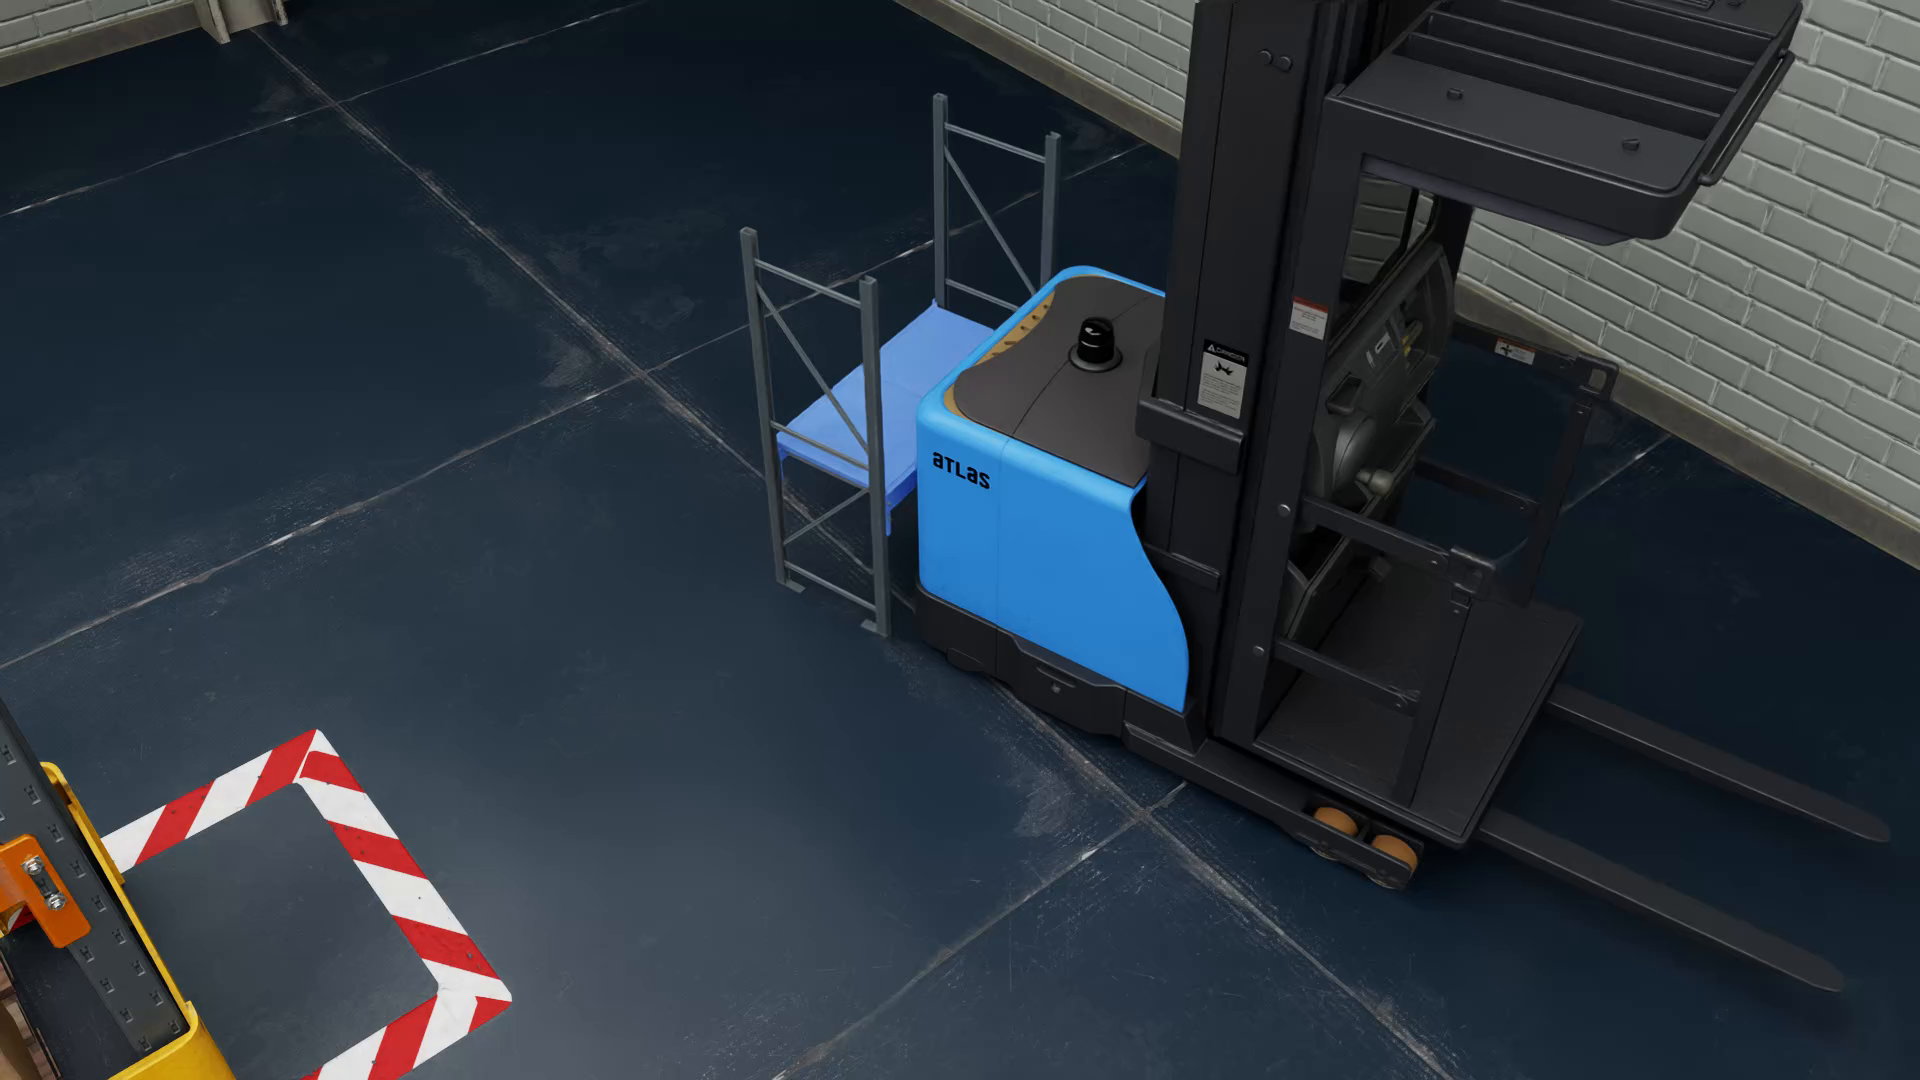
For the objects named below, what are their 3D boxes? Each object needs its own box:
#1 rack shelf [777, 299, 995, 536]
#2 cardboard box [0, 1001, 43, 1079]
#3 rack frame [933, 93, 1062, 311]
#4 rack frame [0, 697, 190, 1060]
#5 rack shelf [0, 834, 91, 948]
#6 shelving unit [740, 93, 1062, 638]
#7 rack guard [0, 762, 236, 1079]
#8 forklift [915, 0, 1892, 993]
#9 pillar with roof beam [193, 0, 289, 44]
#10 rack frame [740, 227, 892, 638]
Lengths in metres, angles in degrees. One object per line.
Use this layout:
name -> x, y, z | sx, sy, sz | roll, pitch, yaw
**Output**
rack shelf -> -0.168, -0.460, 5.907 | 0.538, 0.185, 1.000 | 25, 49, 25
cardboard box -> -2.611, 1.366, 4.109 | 0.500, 0.500, 0.500 | -30, 51, -28
rack frame -> 0.121, -0.877, 6.088 | 0.500, 1.500, 0.032 | 25, 49, 25
rack frame -> -2.352, 0.247, 3.796 | 0.127, 3.000, 1.000 | -30, 51, -28
rack shelf -> -3.886, 1.388, 3.107 | 4.000, 0.370, 1.077 | -30, 51, -28
shelving unit -> -0.168, -0.591, 5.784 | 0.538, 1.500, 1.048 | 25, 49, 25
rack guard -> -2.411, 1.191, 4.616 | 0.348, 0.500, 1.175 | -30, 51, -28
forklift -> 1.356, -0.418, 4.554 | 3.031, 2.935, 1.130 | 24, 48, 24
pillar with roof beam -> -1.255, -3.919, 3.850 | 0.400, 9.000, 9.100 | -30, 51, -28
rack frame -> -0.457, -0.305, 5.479 | 0.500, 1.500, 0.032 | 25, 49, 25
